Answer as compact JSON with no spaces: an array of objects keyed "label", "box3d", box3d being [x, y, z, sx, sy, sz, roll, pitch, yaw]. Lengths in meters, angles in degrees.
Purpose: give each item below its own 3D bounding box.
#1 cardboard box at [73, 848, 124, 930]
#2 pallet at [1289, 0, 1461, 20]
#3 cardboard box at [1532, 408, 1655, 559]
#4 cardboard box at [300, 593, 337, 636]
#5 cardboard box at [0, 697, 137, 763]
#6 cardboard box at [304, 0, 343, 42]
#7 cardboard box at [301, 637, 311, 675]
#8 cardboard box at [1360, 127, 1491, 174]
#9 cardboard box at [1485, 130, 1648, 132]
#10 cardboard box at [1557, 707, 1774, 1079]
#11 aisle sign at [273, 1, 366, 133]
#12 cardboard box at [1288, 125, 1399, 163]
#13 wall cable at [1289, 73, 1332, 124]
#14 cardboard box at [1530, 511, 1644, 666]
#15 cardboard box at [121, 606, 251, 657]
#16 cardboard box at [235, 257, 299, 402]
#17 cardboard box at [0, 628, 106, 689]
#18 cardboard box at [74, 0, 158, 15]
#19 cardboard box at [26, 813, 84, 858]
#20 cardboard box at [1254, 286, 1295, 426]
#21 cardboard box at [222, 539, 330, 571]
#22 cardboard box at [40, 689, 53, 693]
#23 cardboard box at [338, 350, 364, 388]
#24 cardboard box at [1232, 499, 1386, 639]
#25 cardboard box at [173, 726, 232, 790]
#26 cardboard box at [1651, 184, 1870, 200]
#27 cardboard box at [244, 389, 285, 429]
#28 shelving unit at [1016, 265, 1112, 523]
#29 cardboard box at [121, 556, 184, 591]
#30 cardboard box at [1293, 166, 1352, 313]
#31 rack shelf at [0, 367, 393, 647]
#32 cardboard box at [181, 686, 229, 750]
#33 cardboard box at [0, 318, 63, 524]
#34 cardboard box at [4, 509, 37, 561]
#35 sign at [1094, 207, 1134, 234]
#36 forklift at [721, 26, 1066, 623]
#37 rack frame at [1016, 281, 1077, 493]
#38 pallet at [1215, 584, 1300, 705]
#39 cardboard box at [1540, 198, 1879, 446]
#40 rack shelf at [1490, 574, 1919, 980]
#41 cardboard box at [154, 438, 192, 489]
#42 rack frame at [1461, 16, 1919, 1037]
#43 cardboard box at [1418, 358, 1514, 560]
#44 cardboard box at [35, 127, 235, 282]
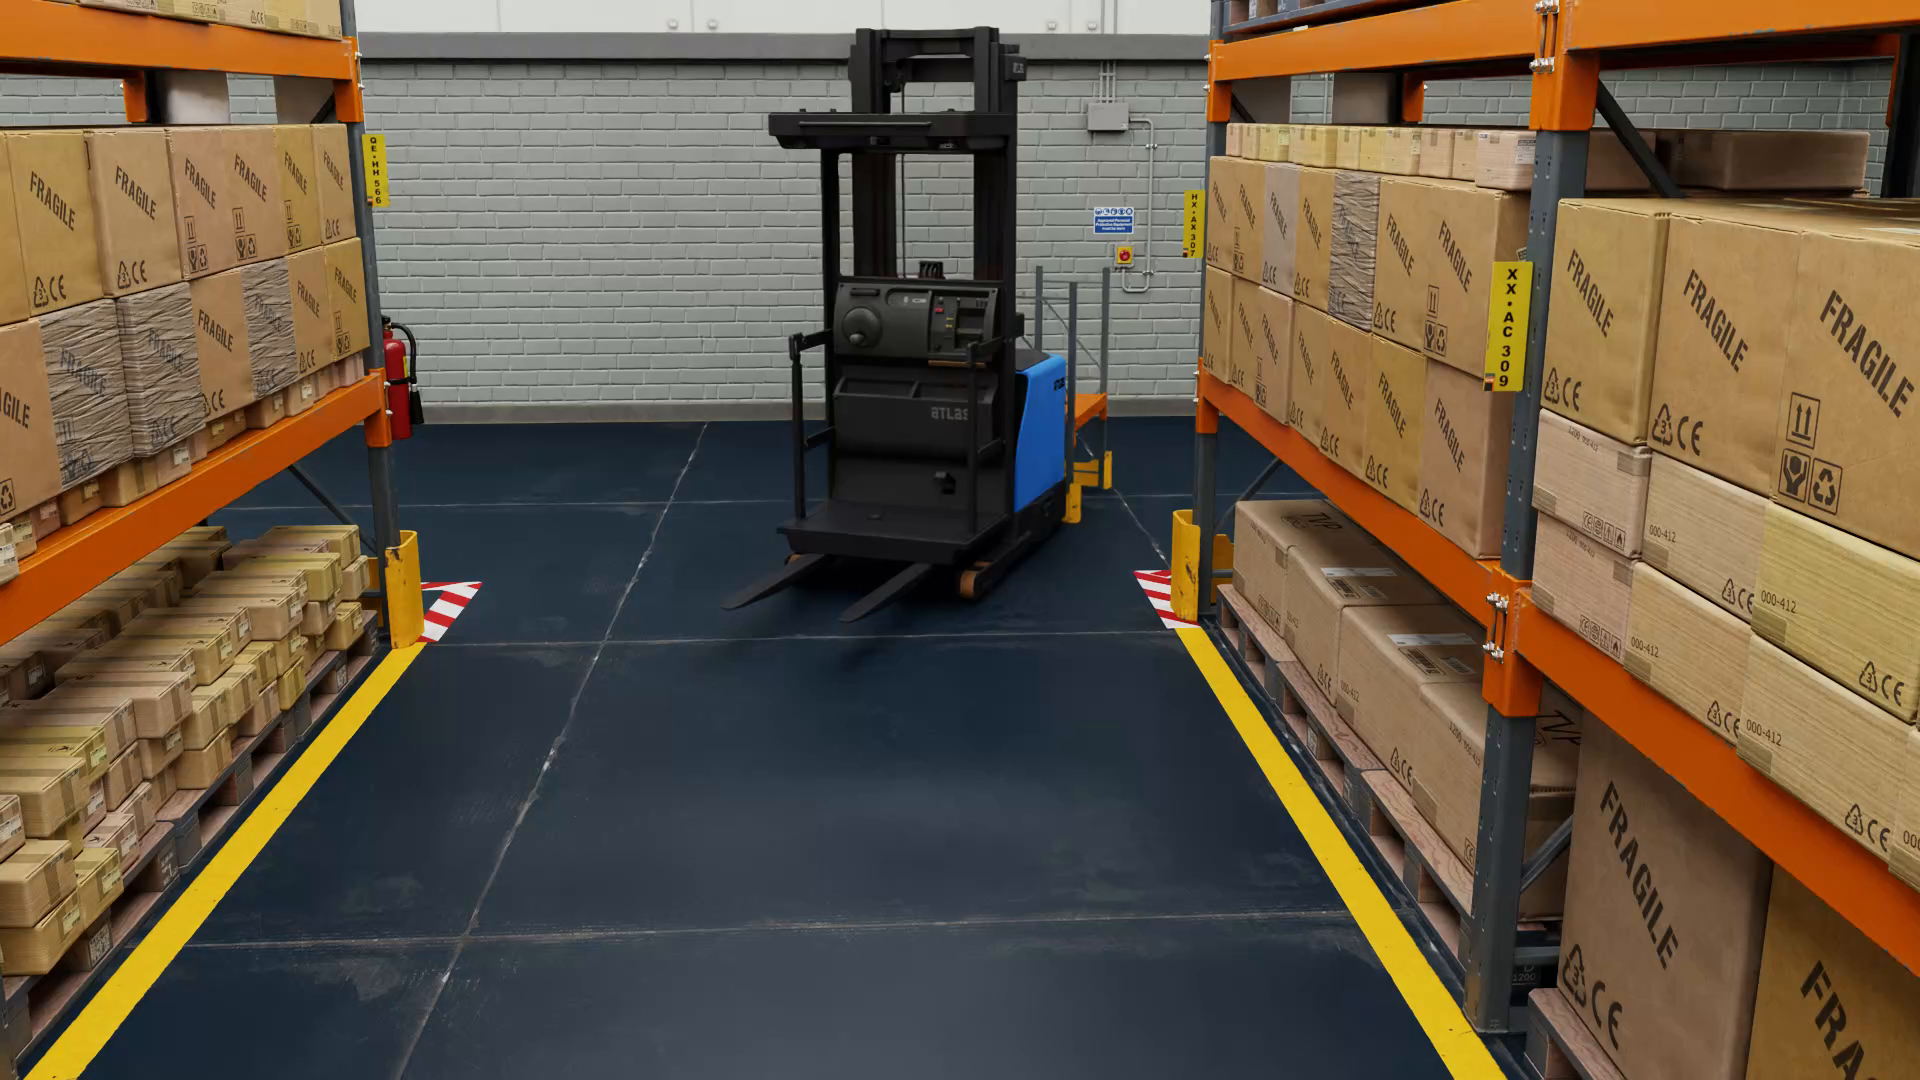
[{"label":"cardboard box","box3d":[-2.714,1.027,4.892,0.380,0.149,0.250,0,14,-2]},{"label":"pallet","box3d":[1.826,-2.006,5.960,1.003,0.211,1.213,-1,14,-3]},{"label":"cardboard box","box3d":[1.684,-0.145,3.869,0.500,0.250,0.500,-1,14,-5]},{"label":"cardboard box","box3d":[-2.892,0.306,7.097,0.380,0.149,0.250,-1,15,-6]},{"label":"cardboard box","box3d":[-2.872,0.616,5.297,0.380,0.149,0.250,-1,14,-5]},{"label":"cardboard box","box3d":[-2.951,-2.254,7.048,0.500,0.250,0.500,-1,14,-5]},{"label":"cardboard box","box3d":[-2.927,0.513,6.892,0.380,0.149,0.250,-1,14,-3]},{"label":"cardboard box","box3d":[1.586,-1.327,5.655,0.380,0.149,0.250,-1,14,-5]},{"label":"cardboard box","box3d":[1.694,-1.075,4.677,0.380,0.149,0.250,-1,14,-2]},{"label":"cardboard box","box3d":[2.057,0.889,3.973,0.875,0.875,0.875,0,14,-2]},{"label":"aisle sign","box3d":[-2.949,-2.265,7.591,0.394,0.787,0.004,-1,14,-3]},{"label":"cardboard box","box3d":[1.528,-1.579,6.633,0.380,0.149,0.250,-1,14,-3]},{"label":"wall cable","box3d":[2.733,-3.003,13.640,0.588,1.984,0.122,-1,14,-3]},{"label":"cardboard box","box3d":[1.702,0.096,3.933,0.500,0.250,0.500,-1,14,-5]},{"label":"cardboard box","box3d":[-2.926,0.358,6.298,0.380,0.149,0.250,-1,14,-5]},{"label":"cardboard box","box3d":[-2.891,-0.813,6.371,0.500,0.500,0.500,-1,14,-3]},{"label":"cardboard box","box3d":[-3.338,0.430,6.021,0.380,0.149,0.250,-1,14,-3]},{"label":"cardboard box","box3d":[-2.814,-1.742,5.057,0.500,0.250,0.500,0,14,-1]},{"label":"cardboard box","box3d":[-2.804,0.888,4.835,0.380,0.149,0.250,-1,14,-3]},{"label":"cardboard box","box3d":[1.506,-0.757,6.748,0.500,0.500,0.500,-1,14,-4]},{"label":"cardboard box","box3d":[-3.000,0.097,7.313,0.380,0.149,0.250,-1,14,-2]},{"label":"cardboard box","box3d":[-3.320,0.577,6.045,0.380,0.149,0.250,0,14,-1]},{"label":"cardboard box","box3d":[-2.941,-0.785,7.560,0.380,0.149,0.250,-1,14,-3]},{"label":"cardboard box","box3d":[1.831,0.116,7.856,0.875,0.438,0.875,-1,14,-5]},{"label":"cardboard box","box3d":[-2.819,0.772,5.886,0.380,0.149,0.250,-1,14,-5]},{"label":"cardboard box","box3d":[2.151,-0.744,4.693,0.500,0.500,0.500,-1,14,-3]},{"label":"cardboard box","box3d":[-2.907,-0.531,6.574,0.380,0.149,0.250,-2,15,-6]},{"label":"shelving unit","box3d":[0.614,-0.984,10.840,0.587,1.500,1.083,4,15,16]},{"label":"cardboard box","box3d":[-3.525,0.173,7.018,0.380,0.149,0.250,-1,14,-4]},{"label":"cardboard box","box3d":[1.546,-1.113,6.125,0.500,0.500,0.500,-1,14,-3]},{"label":"rack shelf","box3d":[-3.120,-0.137,5.983,1.077,0.370,4.000,-1,14,-3]},{"label":"cardboard box","box3d":[-2.815,0.629,5.844,0.380,0.149,0.250,-1,14,-4]},{"label":"cardboard box","box3d":[-2.775,-0.308,4.405,0.500,0.500,0.500,-1,14,-4]},{"label":"cardboard box","box3d":[-2.777,-0.005,4.530,0.380,0.149,0.250,0,14,-2]},{"label":"sign","box3d":[1.266,-2.632,13.693,0.327,0.218,0.001,-1,14,-3]},{"label":"forklift","box3d":[-0.314,-1.210,8.847,1.130,2.935,3.031,5,15,19]},{"label":"rack frame","box3d":[0.470,-0.860,10.359,0.500,1.500,0.032,4,15,16]},{"label":"pallet","box3d":[1.818,0.464,7.801,1.003,0.211,1.213,-1,14,-3]},{"label":"cardboard box","box3d":[1.679,-0.508,3.775,0.500,0.500,0.500,-1,14,-3]},{"label":"rack shelf","box3d":[2.062,0.756,2.511,1.077,0.370,4.000,-1,14,-3]},{"label":"cardboard box","box3d":[-2.817,-0.269,5.555,0.380,0.149,0.250,0,14,-1]},{"label":"rack frame","box3d":[1.938,-0.090,4.355,1.000,3.000,0.127,-1,14,-3]},{"label":"cardboard box","box3d":[1.655,-0.249,4.776,0.500,0.500,0.500,-1,14,-3]},{"label":"cardboard box","box3d":[-2.859,-1.163,5.722,0.500,0.500,0.500,-1,14,-5]}]
